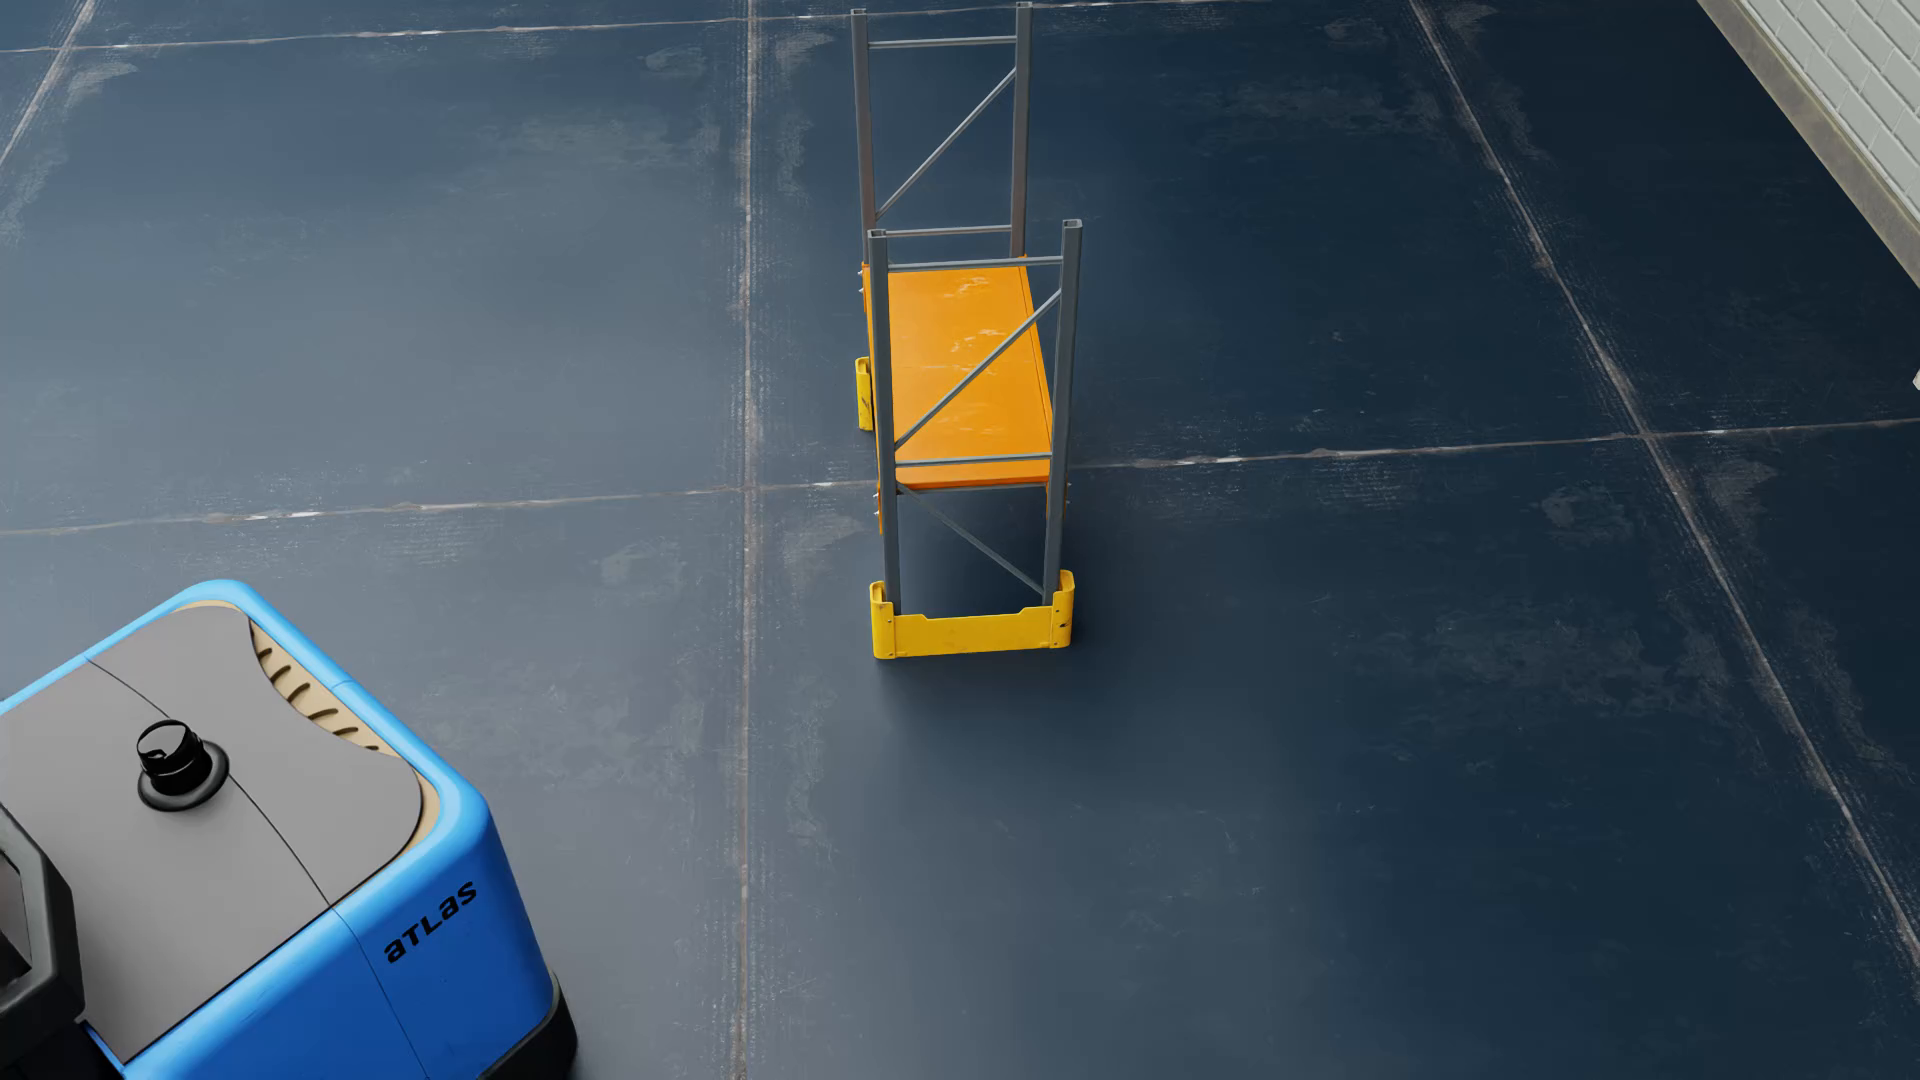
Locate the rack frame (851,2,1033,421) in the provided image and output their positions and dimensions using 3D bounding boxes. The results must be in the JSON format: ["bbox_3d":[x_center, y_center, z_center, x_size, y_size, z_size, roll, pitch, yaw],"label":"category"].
[{"bbox_3d":[-0.050,-0.945,5.112,0.500,1.500,0.032,-3,47,-3],"label":"rack frame"}]

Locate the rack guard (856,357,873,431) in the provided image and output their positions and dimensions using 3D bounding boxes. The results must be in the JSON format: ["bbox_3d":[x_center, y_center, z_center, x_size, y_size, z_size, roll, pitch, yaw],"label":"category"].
[{"bbox_3d":[-0.048,-0.501,5.553,0.587,0.250,0.087,-3,47,-3],"label":"rack guard"}]

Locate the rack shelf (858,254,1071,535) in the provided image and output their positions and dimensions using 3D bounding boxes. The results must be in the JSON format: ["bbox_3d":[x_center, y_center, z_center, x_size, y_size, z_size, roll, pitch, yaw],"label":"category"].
[{"bbox_3d":[-0.007,-0.454,4.895,0.538,0.185,1.000,-3,47,-3],"label":"rack shelf"}]

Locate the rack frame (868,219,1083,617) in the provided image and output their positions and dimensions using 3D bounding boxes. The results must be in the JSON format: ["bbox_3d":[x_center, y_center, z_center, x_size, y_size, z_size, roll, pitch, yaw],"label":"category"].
[{"bbox_3d":[0.035,-0.210,4.416,0.500,1.500,0.032,-3,47,-3],"label":"rack frame"}]

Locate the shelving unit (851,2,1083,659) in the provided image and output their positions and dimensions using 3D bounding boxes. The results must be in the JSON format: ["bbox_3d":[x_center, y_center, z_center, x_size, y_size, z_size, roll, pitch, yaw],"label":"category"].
[{"bbox_3d":[-0.006,-0.571,4.758,0.587,1.500,1.083,-3,47,-3],"label":"shelving unit"}]

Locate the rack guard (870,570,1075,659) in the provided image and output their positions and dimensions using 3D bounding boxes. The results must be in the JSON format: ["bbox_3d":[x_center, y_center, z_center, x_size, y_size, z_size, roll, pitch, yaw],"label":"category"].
[{"bbox_3d":[0.035,0.219,4.870,0.587,0.250,0.087,-3,47,-3],"label":"rack guard"}]

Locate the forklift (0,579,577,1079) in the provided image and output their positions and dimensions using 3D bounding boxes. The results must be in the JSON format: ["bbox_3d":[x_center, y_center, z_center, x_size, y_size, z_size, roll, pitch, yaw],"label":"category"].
[{"bbox_3d":[-2.275,0.824,2.451,1.130,2.935,3.031,33,55,27],"label":"forklift"}]
